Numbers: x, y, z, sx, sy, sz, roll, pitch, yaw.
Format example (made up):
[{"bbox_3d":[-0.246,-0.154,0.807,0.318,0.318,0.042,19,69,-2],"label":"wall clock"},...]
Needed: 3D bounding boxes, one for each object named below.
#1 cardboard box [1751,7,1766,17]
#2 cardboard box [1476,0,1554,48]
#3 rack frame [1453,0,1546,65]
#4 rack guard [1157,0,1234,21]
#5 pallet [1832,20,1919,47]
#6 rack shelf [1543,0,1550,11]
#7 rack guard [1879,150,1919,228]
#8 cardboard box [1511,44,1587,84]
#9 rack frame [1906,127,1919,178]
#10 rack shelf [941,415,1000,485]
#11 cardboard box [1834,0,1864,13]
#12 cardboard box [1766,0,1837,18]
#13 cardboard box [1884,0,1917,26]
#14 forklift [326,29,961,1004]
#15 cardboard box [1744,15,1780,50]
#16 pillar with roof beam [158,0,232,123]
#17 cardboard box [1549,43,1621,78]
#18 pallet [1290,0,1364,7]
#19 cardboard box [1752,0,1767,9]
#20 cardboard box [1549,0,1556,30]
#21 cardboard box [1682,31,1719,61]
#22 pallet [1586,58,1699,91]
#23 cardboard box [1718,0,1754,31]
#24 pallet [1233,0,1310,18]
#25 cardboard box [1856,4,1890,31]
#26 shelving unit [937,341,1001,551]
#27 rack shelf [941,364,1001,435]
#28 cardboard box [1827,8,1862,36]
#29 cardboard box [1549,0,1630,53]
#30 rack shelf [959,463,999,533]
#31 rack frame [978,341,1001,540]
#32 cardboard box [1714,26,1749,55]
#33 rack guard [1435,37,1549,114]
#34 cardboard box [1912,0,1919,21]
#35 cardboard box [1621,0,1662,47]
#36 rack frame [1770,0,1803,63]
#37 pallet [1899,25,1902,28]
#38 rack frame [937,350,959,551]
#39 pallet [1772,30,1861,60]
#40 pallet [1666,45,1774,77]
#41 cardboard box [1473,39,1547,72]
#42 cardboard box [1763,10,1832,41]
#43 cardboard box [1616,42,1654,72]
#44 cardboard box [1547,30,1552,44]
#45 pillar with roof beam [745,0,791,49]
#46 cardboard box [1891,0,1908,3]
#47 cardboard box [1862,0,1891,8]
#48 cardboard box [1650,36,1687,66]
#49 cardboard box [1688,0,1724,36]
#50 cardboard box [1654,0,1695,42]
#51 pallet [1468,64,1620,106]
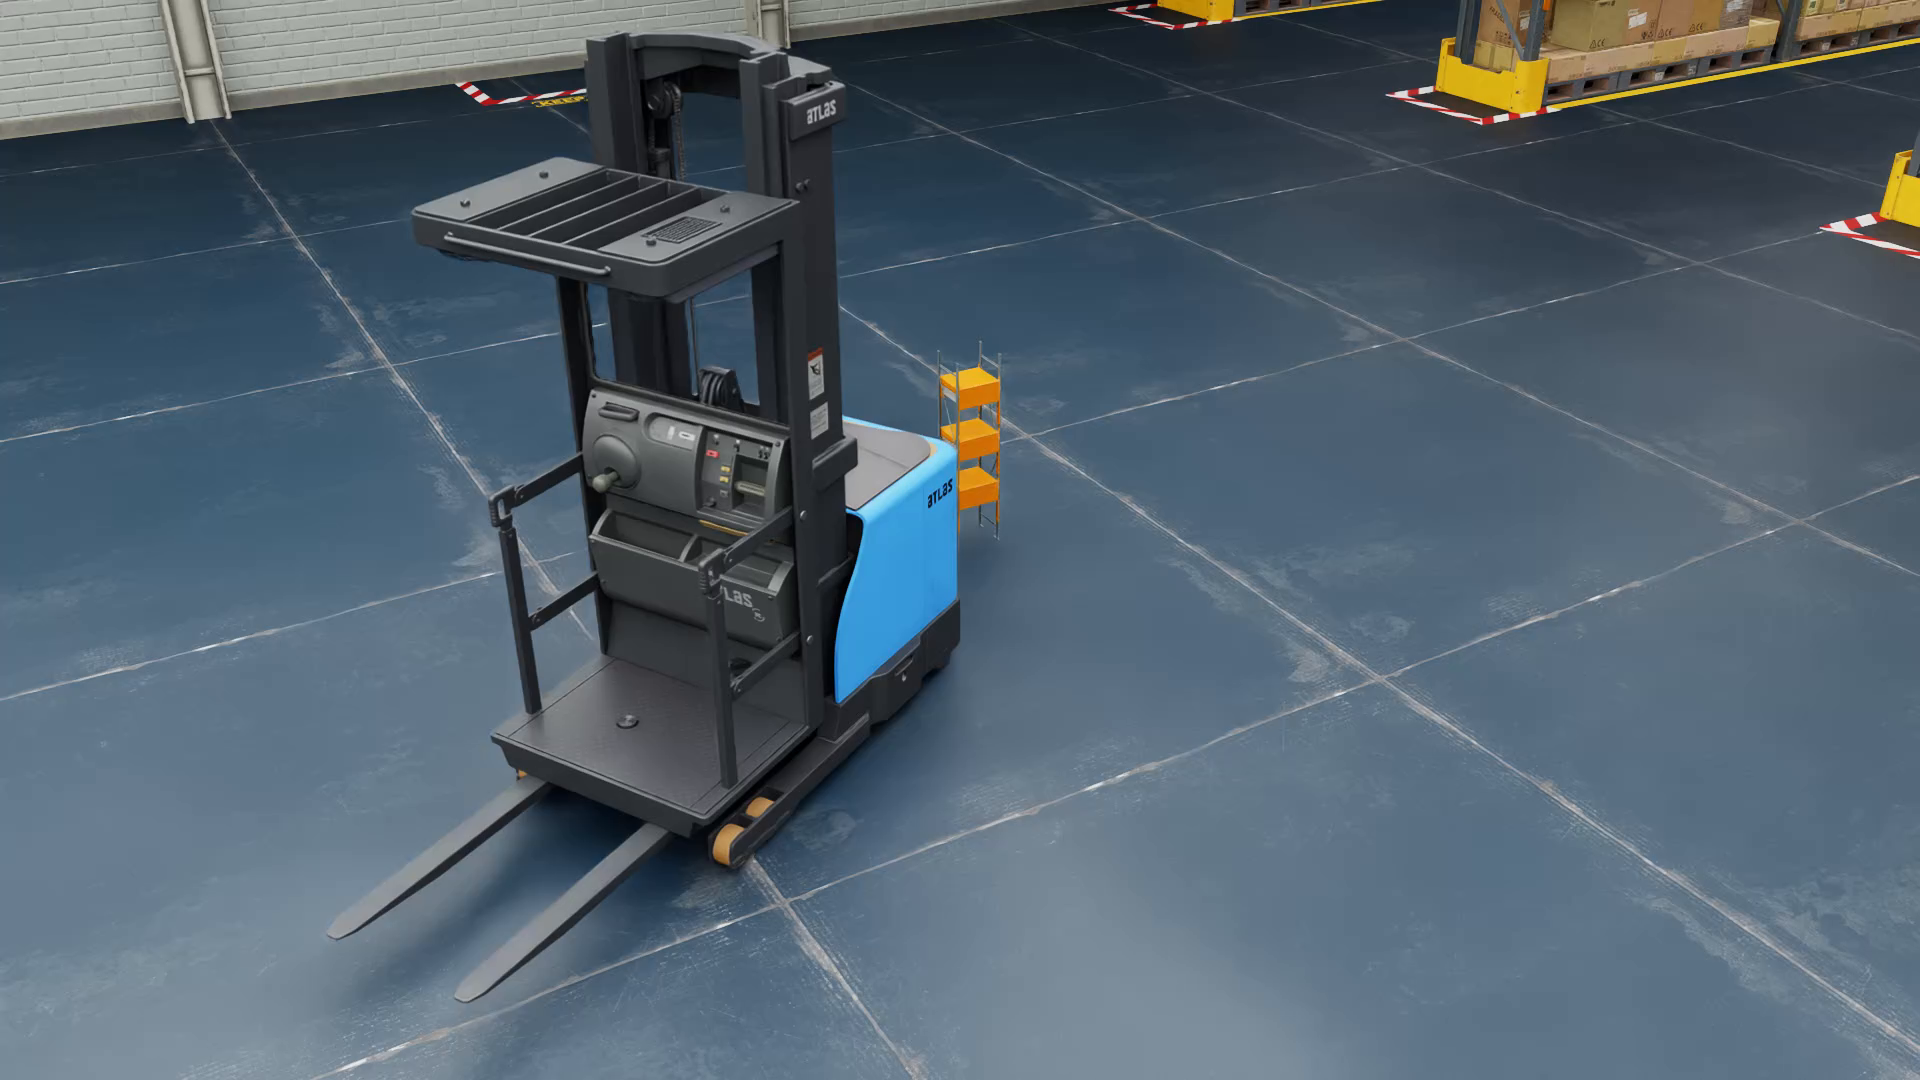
[{"bbox_3d":[9.014,-5.964,18.864,0.500,0.250,0.500,-16,33,-27],"label":"cardboard box"},{"bbox_3d":[5.666,-5.346,16.968,0.500,0.500,0.500,-16,33,-26],"label":"cardboard box"},{"bbox_3d":[5.354,-5.783,16.124,0.127,3.000,1.000,-16,33,-26],"label":"rack frame"},{"bbox_3d":[2.907,-6.770,20.499,0.348,0.500,1.175,-16,33,-26],"label":"rack guard"},{"bbox_3d":[10.471,-6.038,19.473,1.213,0.211,1.003,-16,33,-26],"label":"pallet"},{"bbox_3d":[7.079,-5.957,17.185,4.000,0.370,1.077,-16,33,-26],"label":"rack shelf"},{"bbox_3d":[7.902,-2.662,13.056,0.348,0.500,1.175,-16,33,-26],"label":"rack guard"},{"bbox_3d":[5.929,-4.801,16.757,0.500,0.250,0.500,-16,33,-26],"label":"cardboard box"},{"bbox_3d":[7.861,-3.718,12.383,0.127,3.000,1.000,-16,33,-26],"label":"rack frame"},{"bbox_3d":[0.046,-0.463,8.525,0.240,0.259,0.215,-16,33,-26],"label":"rack shelf"},{"bbox_3d":[9.720,-6.105,18.539,0.500,0.311,0.500,-16,33,-27],"label":"cardboard box"},{"bbox_3d":[9.285,-5.985,18.321,0.500,0.311,0.500,-16,33,-26],"label":"cardboard box"},{"bbox_3d":[10.602,-6.114,19.135,0.500,0.250,0.500,-15,32,-25],"label":"cardboard box"},{"bbox_3d":[-1.170,-0.268,6.202,1.130,2.935,3.031,16,32,26],"label":"forklift"},{"bbox_3d":[8.514,-5.537,18.090,0.500,0.250,0.500,-16,33,-26],"label":"cardboard box"},{"bbox_3d":[-5.158,-6.273,10.803,0.400,9.000,9.100,-16,33,-26],"label":"pillar with roof beam"},{"bbox_3d":[6.359,-4.925,16.981,0.500,0.250,0.500,-16,33,-26],"label":"cardboard box"},{"bbox_3d":[4.676,-7.124,21.440,1.213,0.211,1.003,-16,33,-26],"label":"pallet"},{"bbox_3d":[9.007,-6.206,18.721,0.500,0.311,0.500,-16,33,-26],"label":"cardboard box"},{"bbox_3d":[6.521,-5.597,17.423,0.500,0.500,0.500,-16,33,-26],"label":"cardboard box"},{"bbox_3d":[7.654,-5.290,17.643,0.500,0.250,0.500,-16,33,-26],"label":"cardboard box"},{"bbox_3d":[7.043,-5.063,17.706,1.213,0.211,1.003,-16,33,-26],"label":"pallet"},{"bbox_3d":[8.077,-5.748,17.696,0.500,0.500,0.500,-16,33,-26],"label":"cardboard box"},{"bbox_3d":[3.625,-6.827,20.903,1.213,0.211,1.003,-16,33,-26],"label":"pallet"},{"bbox_3d":[10.163,-5.990,18.910,0.500,0.250,0.500,-17,33,-28],"label":"cardboard box"},{"bbox_3d":[0.046,-0.473,8.520,0.252,1.050,0.215,-16,33,-26],"label":"shelving unit"},{"bbox_3d":[0.046,-0.712,8.388,0.240,0.259,0.215,-16,33,-26],"label":"rack shelf"},{"bbox_3d":[9.718,-5.862,18.679,0.500,0.250,0.500,-15,32,-25],"label":"cardboard box"},{"bbox_3d":[6.359,-5.253,16.799,0.500,0.500,0.500,-16,33,-26],"label":"cardboard box"},{"bbox_3d":[0.046,-0.220,8.659,0.240,0.259,0.215,-16,33,-26],"label":"rack shelf"},{"bbox_3d":[0.151,-0.503,8.574,0.008,1.050,0.200,-16,33,-26],"label":"rack frame"},{"bbox_3d":[8.078,-5.419,17.876,0.500,0.250,0.500,-16,33,-26],"label":"cardboard box"},{"bbox_3d":[5.334,-4.682,16.717,0.348,0.500,1.175,-16,33,-26],"label":"rack guard"},{"bbox_3d":[11.044,-6.241,19.366,0.500,0.250,0.500,-15,32,-25],"label":"cardboard box"},{"bbox_3d":[6.784,-5.381,17.030,0.500,0.500,0.500,-16,33,-26],"label":"cardboard box"},{"bbox_3d":[8.803,-6.762,17.898,0.127,3.000,1.000,-16,33,-26],"label":"rack frame"},{"bbox_3d":[11.522,-6.335,20.010,1.213,0.211,1.003,-16,33,-26],"label":"pallet"},{"bbox_3d":[-0.059,-0.443,8.466,0.008,1.050,0.200,-16,33,-26],"label":"rack frame"},{"bbox_3d":[9.418,-5.738,18.928,1.213,0.211,1.003,-16,33,-26],"label":"pallet"},{"bbox_3d":[8.096,-5.364,18.251,1.213,0.211,1.003,-16,33,-26],"label":"pallet"},{"bbox_3d":[5.667,-5.017,17.148,0.500,0.250,0.500,-16,33,-26],"label":"cardboard box"},{"bbox_3d":[9.276,-5.737,18.453,0.500,0.250,0.500,-17,33,-27],"label":"cardboard box"},{"bbox_3d":[6.790,-5.047,17.203,0.500,0.250,0.500,-16,33,-26],"label":"cardboard box"},{"bbox_3d":[6.092,-5.144,17.378,0.500,0.250,0.500,-16,33,-26],"label":"cardboard box"},{"bbox_3d":[0.015,-7.742,13.464,0.400,9.000,9.100,-16,33,-26],"label":"pillar with roof beam"},{"bbox_3d":[10.610,-6.362,19.004,0.500,0.311,0.500,-15,32,-25],"label":"cardboard box"},{"bbox_3d":[10.165,-6.232,18.769,0.500,0.311,0.500,-17,33,-28],"label":"cardboard box"},{"bbox_3d":[7.223,-5.168,17.421,0.500,0.250,0.500,-16,33,-26],"label":"cardboard box"},{"bbox_3d":[7.648,-5.624,17.471,0.500,0.500,0.500,-16,33,-26],"label":"cardboard box"},{"bbox_3d":[7.224,-5.496,17.239,0.500,0.500,0.500,-16,33,-26],"label":"cardboard box"},{"bbox_3d":[5.992,-4.766,17.168,1.213,0.211,1.003,-16,33,-26],"label":"pallet"}]
